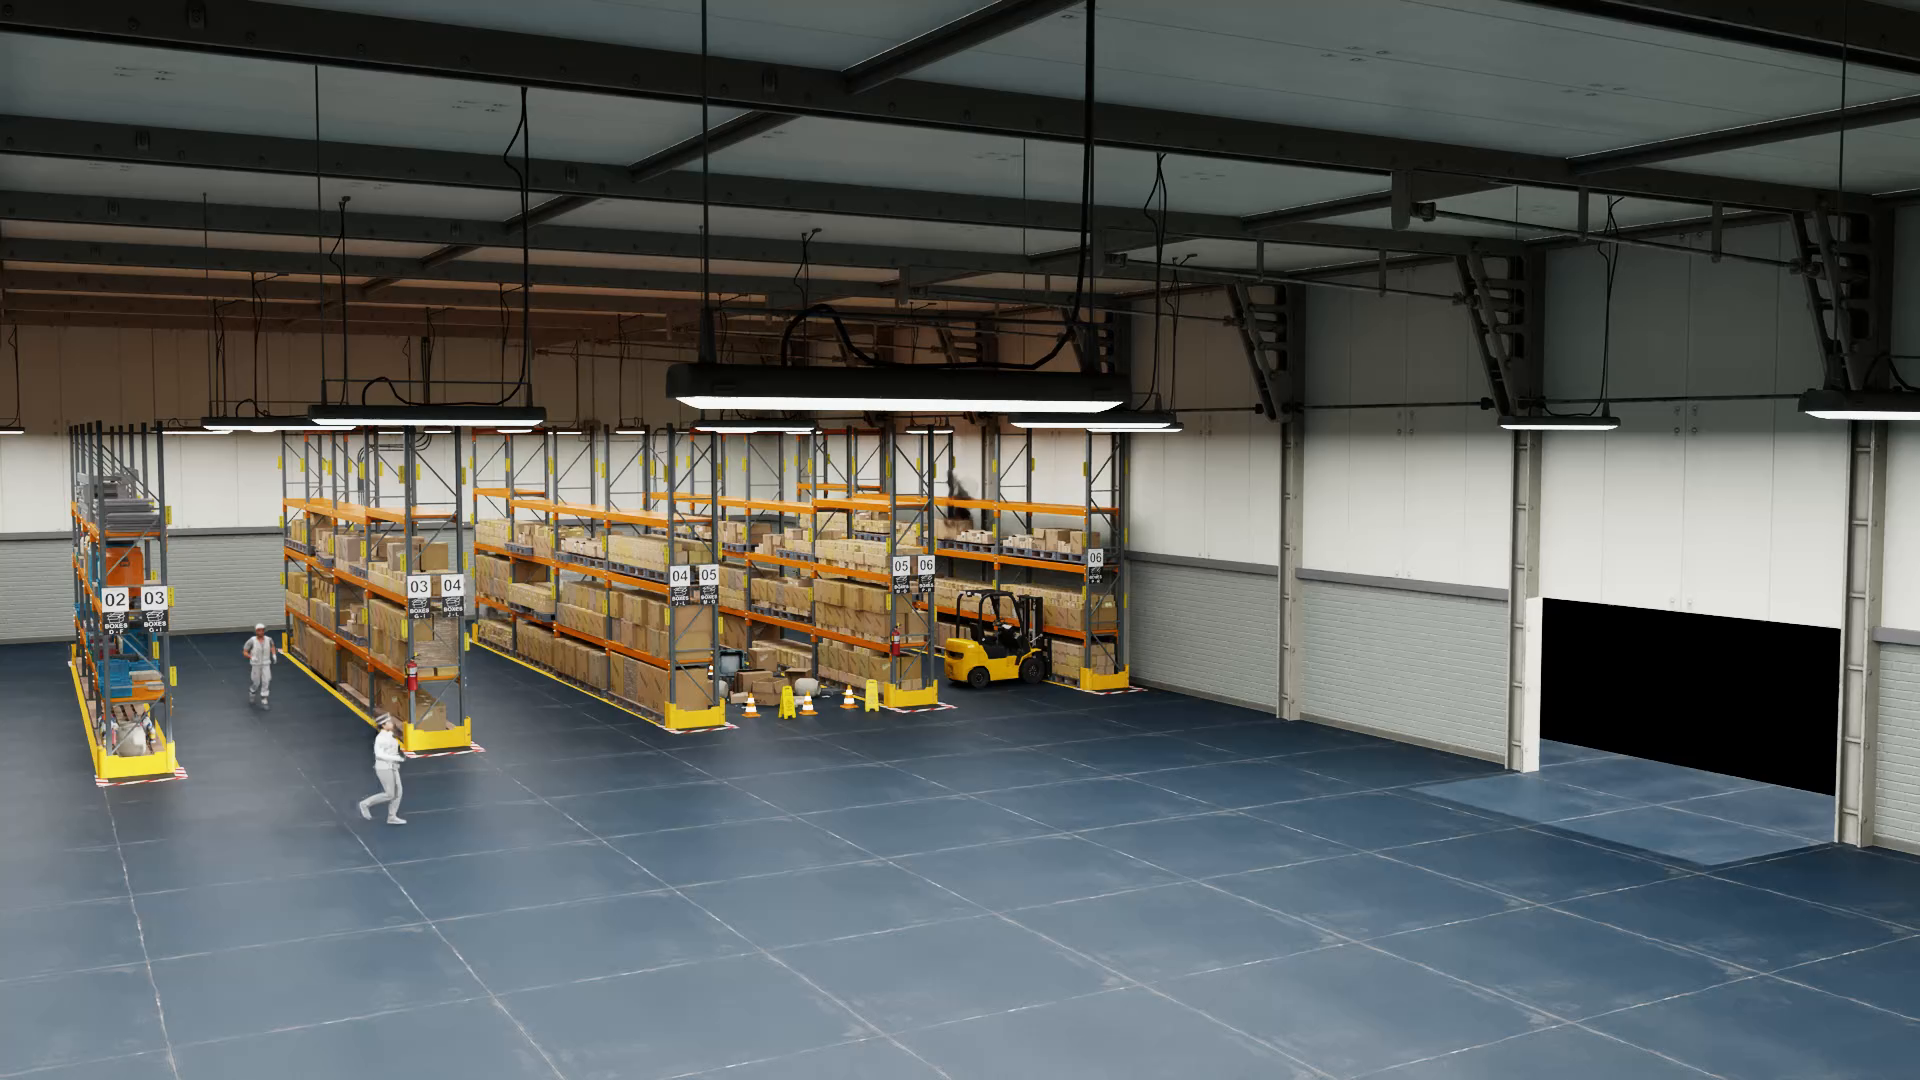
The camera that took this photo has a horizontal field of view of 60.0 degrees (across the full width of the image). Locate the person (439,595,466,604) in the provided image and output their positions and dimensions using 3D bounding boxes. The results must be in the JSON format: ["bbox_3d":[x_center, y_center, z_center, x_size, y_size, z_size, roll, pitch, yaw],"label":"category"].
[{"bbox_3d":[-14.392,1.930,46.923,0.740,1.768,0.967,2,4,34],"label":"person"}]

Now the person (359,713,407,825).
[{"bbox_3d":[-8.513,3.371,24.553,0.684,1.662,0.619,0,4,-5],"label":"person"}]

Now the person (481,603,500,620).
[{"bbox_3d":[-13.525,1.879,48.054,0.682,1.758,0.863,3,5,41],"label":"person"}]

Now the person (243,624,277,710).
[{"bbox_3d":[-14.806,2.660,35.190,0.686,1.792,0.839,-3,4,-38],"label":"person"}]
